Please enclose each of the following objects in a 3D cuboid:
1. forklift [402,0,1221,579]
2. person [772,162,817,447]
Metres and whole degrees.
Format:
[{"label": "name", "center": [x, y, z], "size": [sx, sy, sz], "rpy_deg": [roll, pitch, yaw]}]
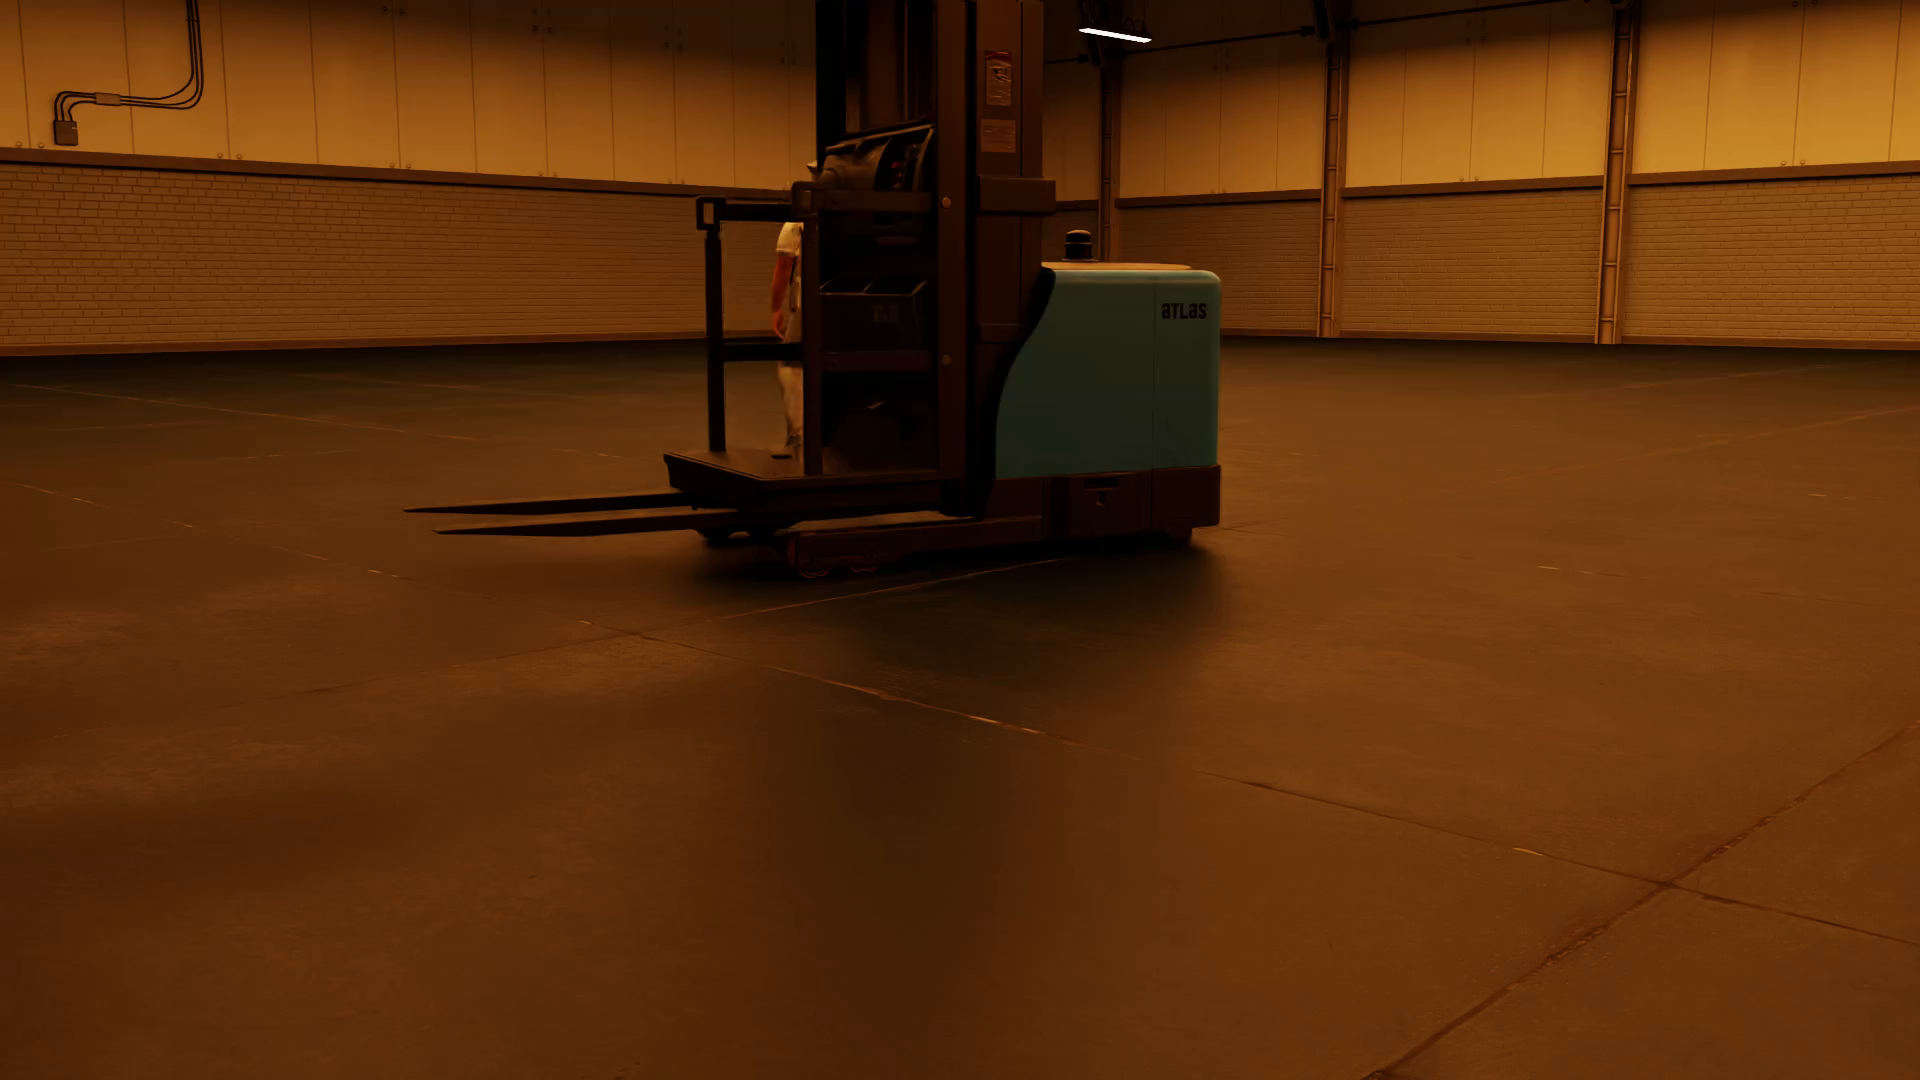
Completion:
[{"label": "forklift", "center": [-0.508, -1.403, 6.189], "size": [3.031, 2.935, 1.130], "rpy_deg": [-4, 10, -27]}, {"label": "person", "center": [-0.780, -1.304, 9.680], "size": [0.650, 1.771, 0.496], "rpy_deg": [-2, 9, -13]}]
